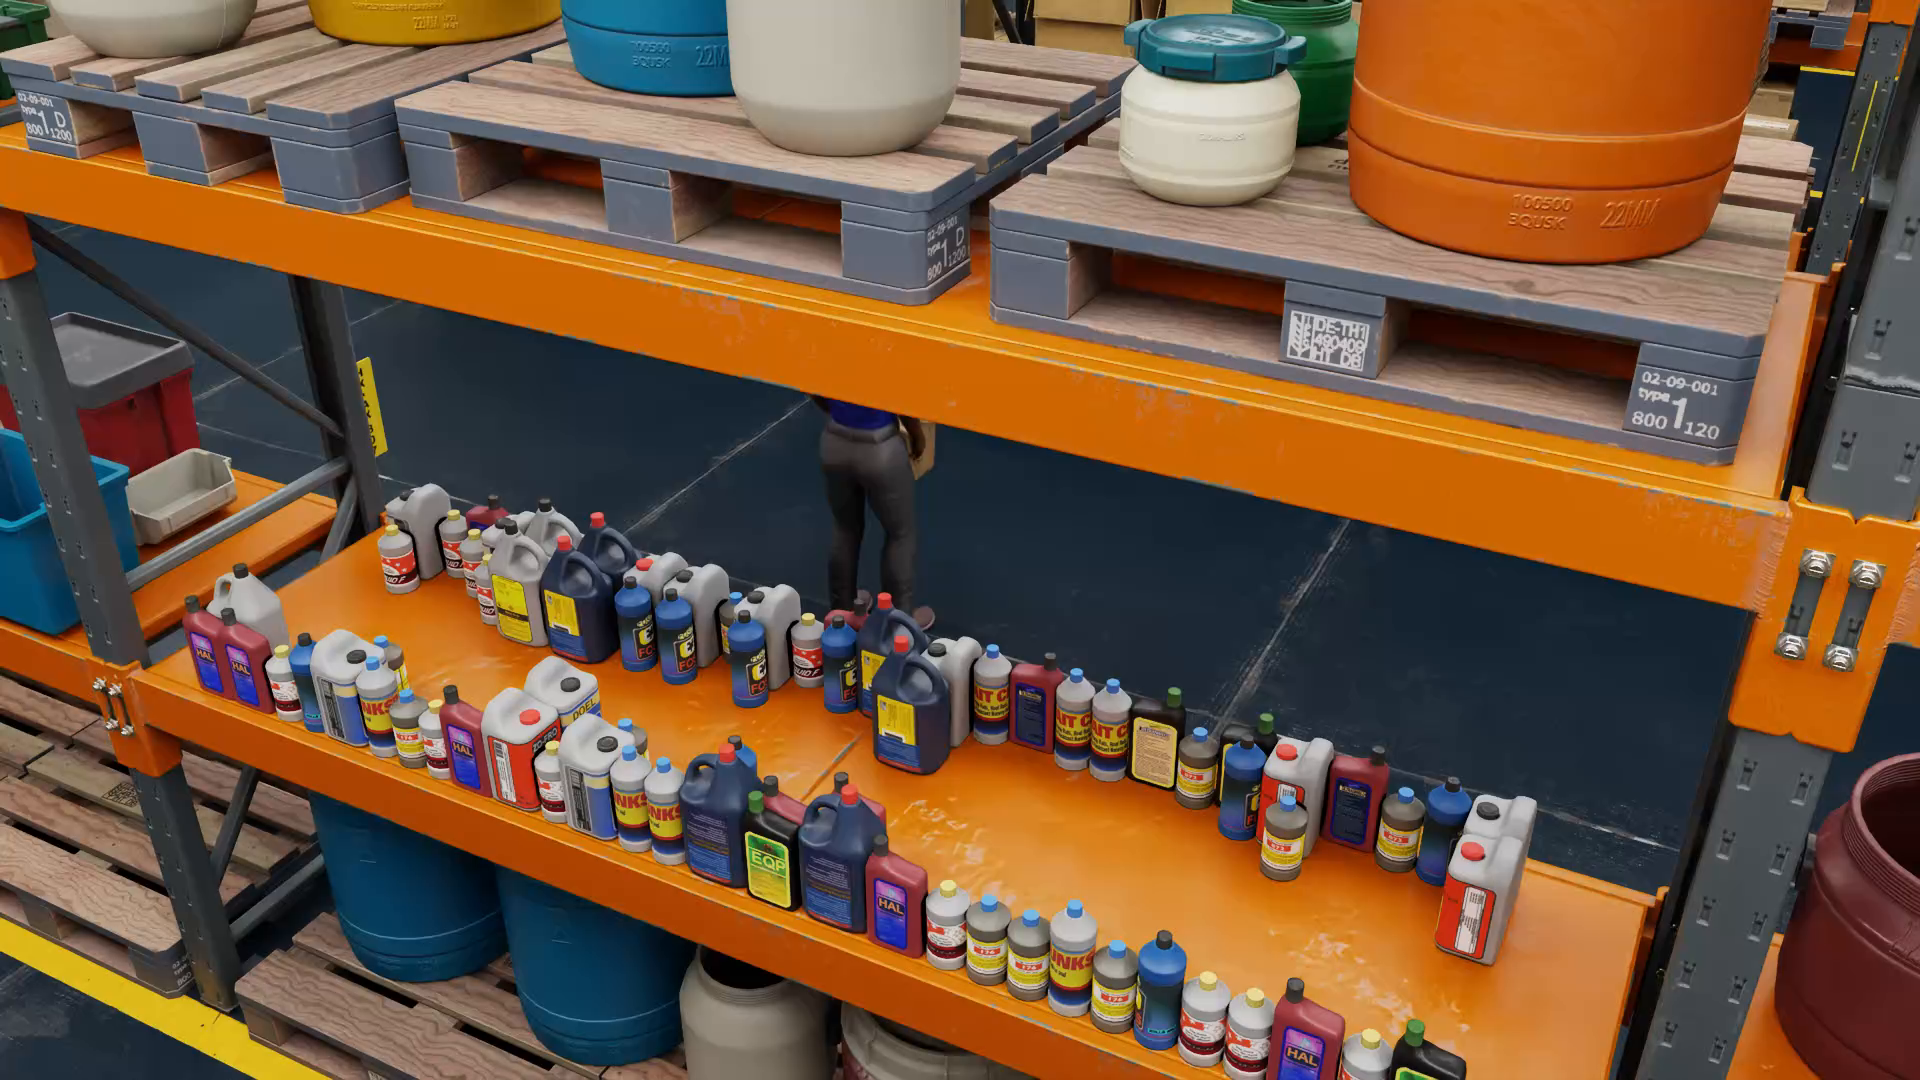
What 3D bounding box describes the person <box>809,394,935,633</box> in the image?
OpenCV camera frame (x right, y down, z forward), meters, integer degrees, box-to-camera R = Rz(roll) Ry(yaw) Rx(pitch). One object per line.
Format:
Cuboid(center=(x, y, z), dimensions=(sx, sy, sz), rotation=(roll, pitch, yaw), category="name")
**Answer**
Cuboid(center=(-0.364, -0.366, 6.755), dimensions=(0.481, 1.662, 0.391), rotation=(14, 33, 22), category="person")
